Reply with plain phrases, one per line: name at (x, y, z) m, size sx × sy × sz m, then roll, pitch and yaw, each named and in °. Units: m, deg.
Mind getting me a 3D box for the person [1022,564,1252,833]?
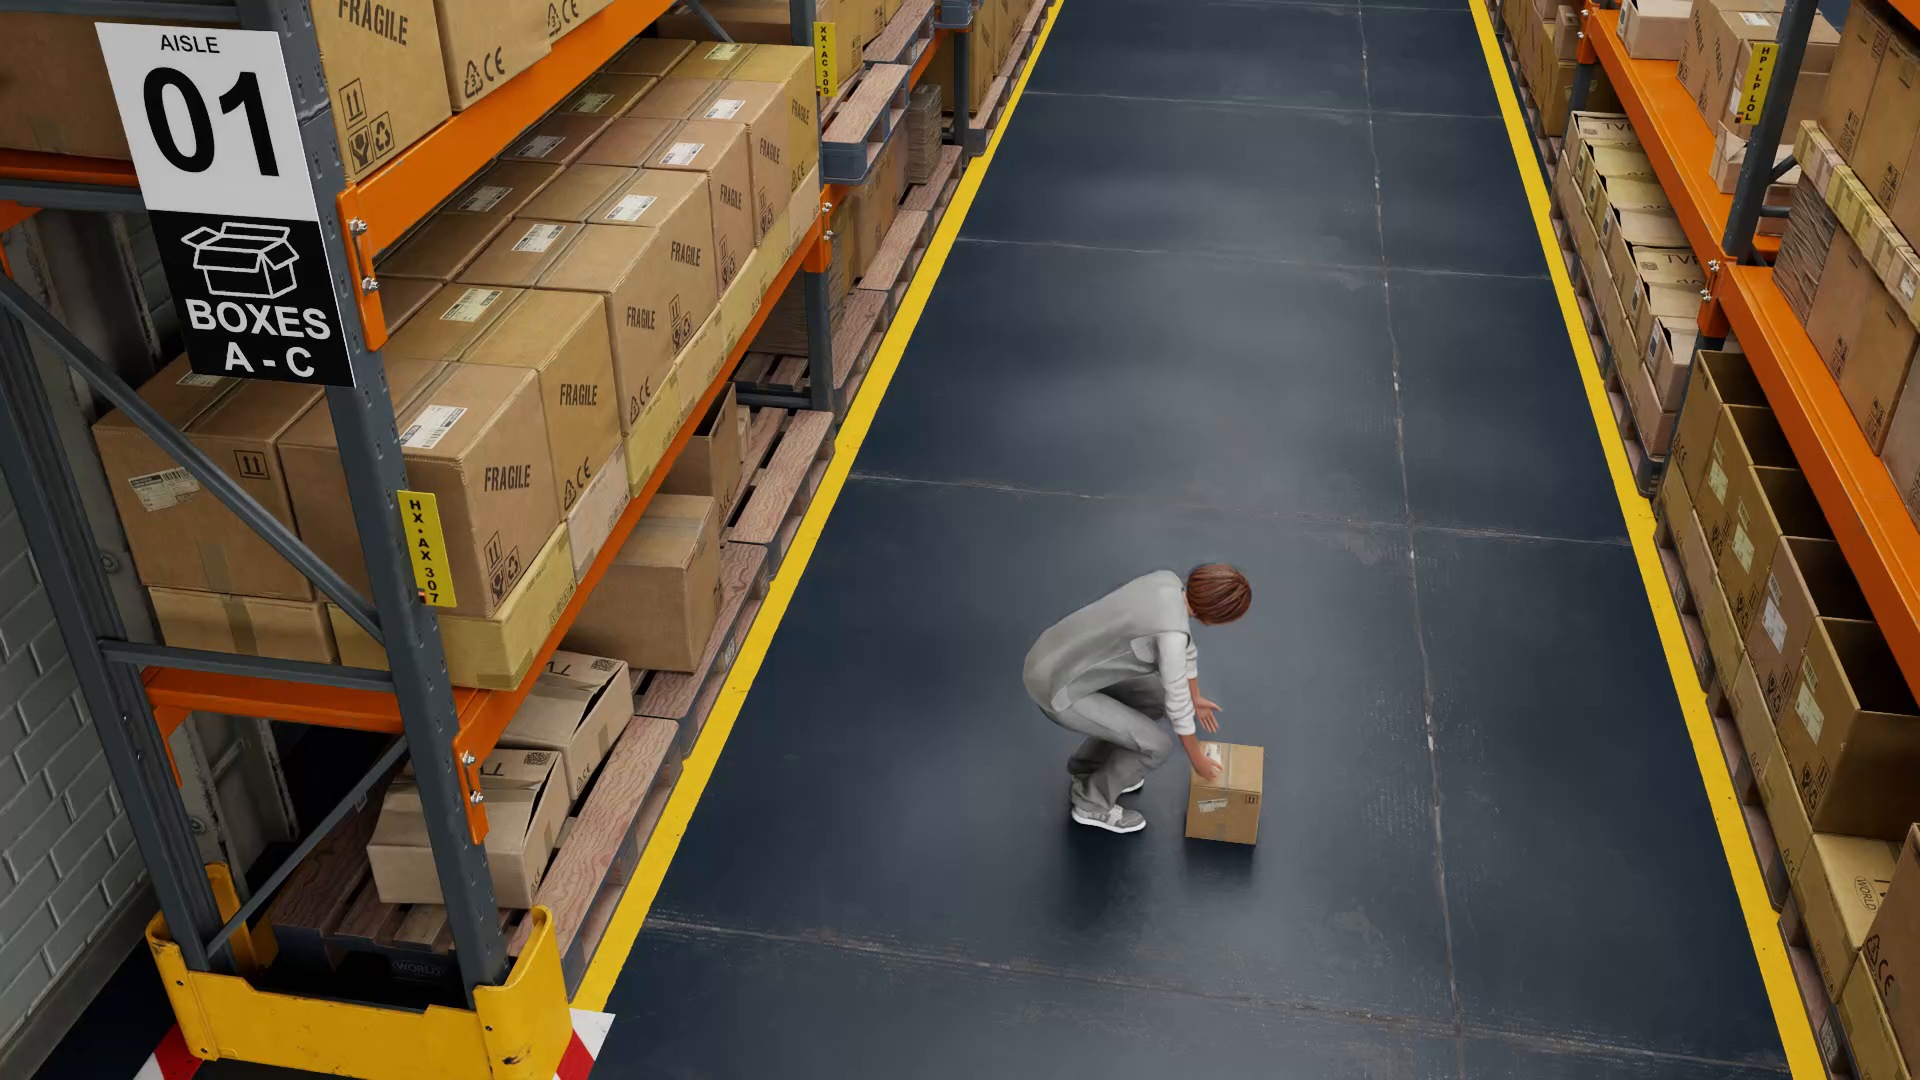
person at (0.602, 0.526, 5.854) m, size 0.761 × 1.035 × 0.456 m, roll 5°, pitch 33°, yaw 8°
